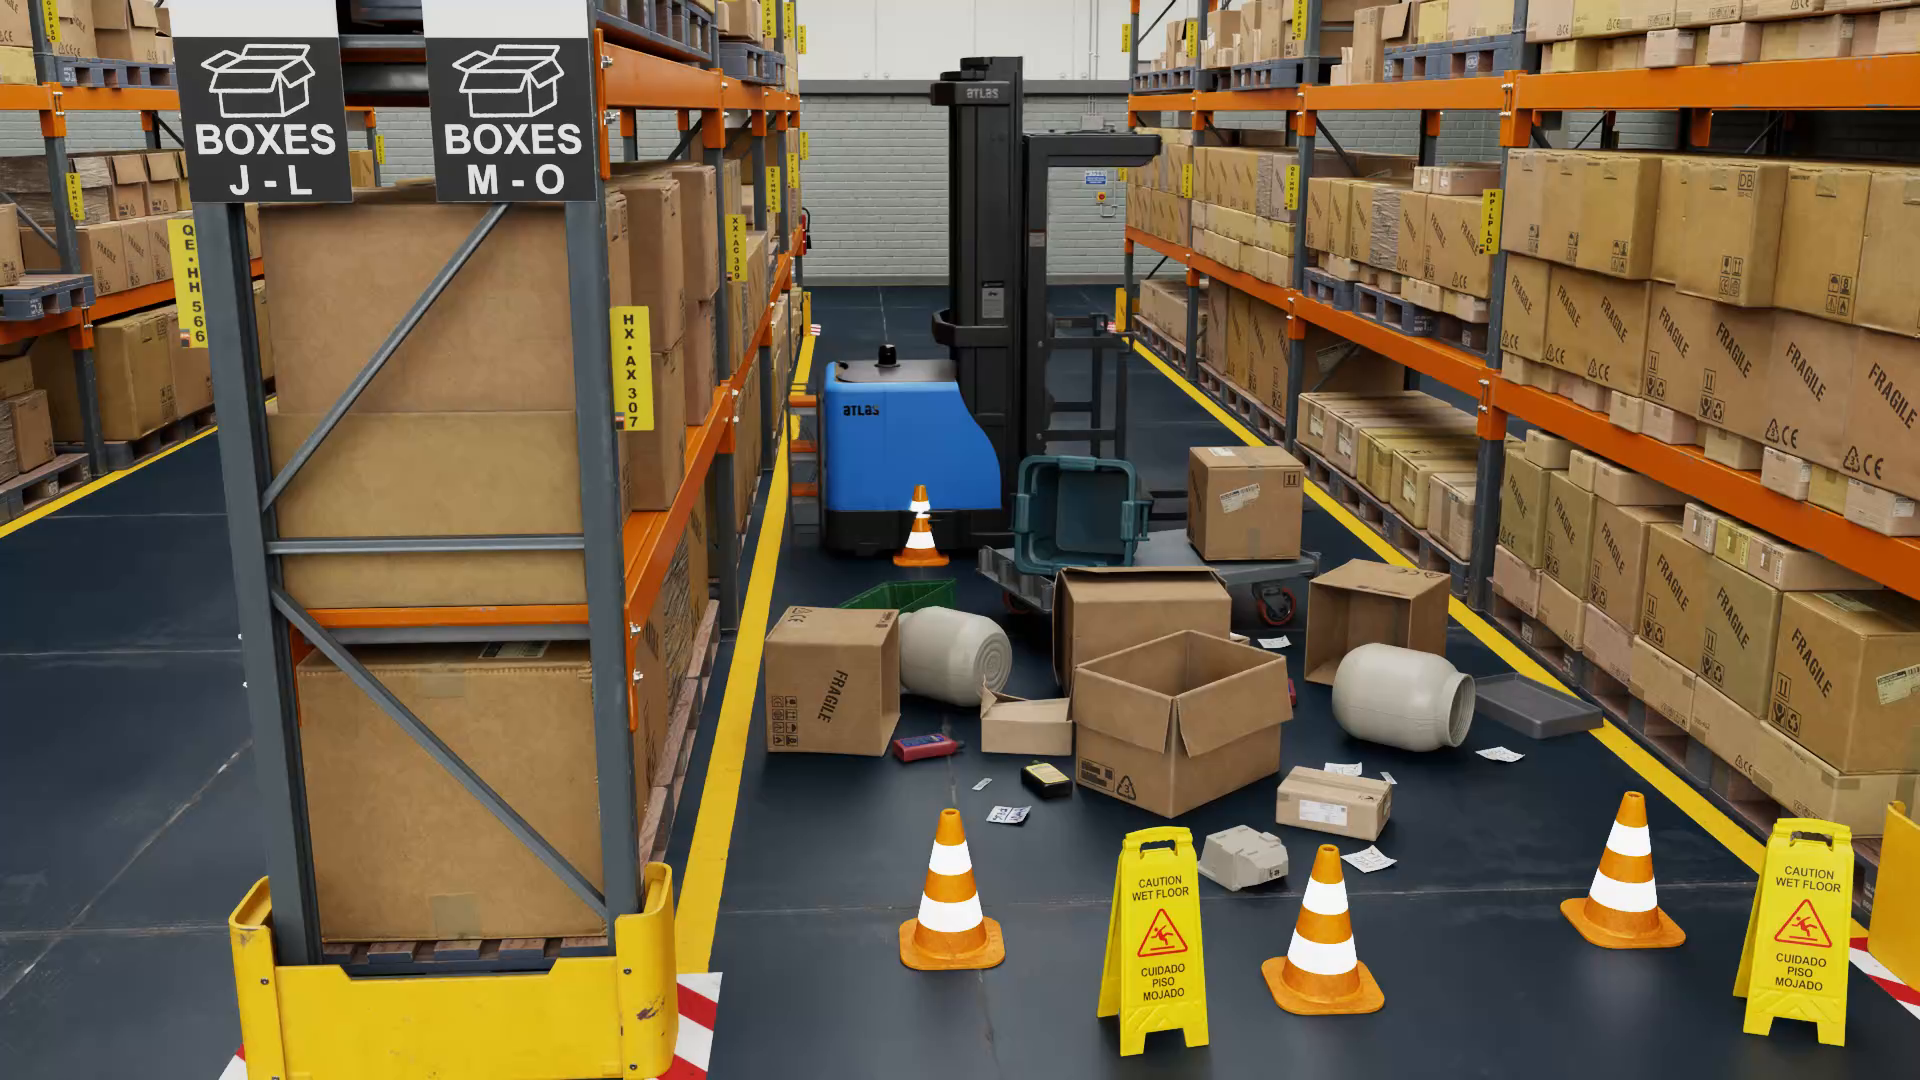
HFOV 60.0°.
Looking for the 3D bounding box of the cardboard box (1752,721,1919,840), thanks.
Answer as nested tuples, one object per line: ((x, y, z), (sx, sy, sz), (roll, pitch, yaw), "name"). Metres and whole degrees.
((3.202, 0.841, 5.914), (0.500, 0.250, 0.500), (-1, 14, -4), "cardboard box")

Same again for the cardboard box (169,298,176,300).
((-6.997, -1.709, 14.572), (1.225, 0.875, 0.875), (-1, 14, -5), "cardboard box")

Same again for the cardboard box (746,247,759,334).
((-1.516, -1.537, 10.282), (0.500, 0.500, 0.500), (-1, 14, -3), "cardboard box")

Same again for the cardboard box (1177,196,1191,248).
((2.494, -3.229, 16.855), (0.500, 0.500, 0.500), (-1, 14, -3), "cardboard box")

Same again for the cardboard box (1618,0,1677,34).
((3.087, -2.237, 6.885), (0.500, 0.250, 0.500), (-1, 14, -3), "cardboard box")

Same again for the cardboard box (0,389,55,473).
((-6.804, -0.757, 11.584), (0.700, 0.500, 0.500), (-2, 15, -6), "cardboard box")

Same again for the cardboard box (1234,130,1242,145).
((2.986, -4.062, 16.784), (0.380, 0.149, 0.250), (-1, 14, -3), "cardboard box")

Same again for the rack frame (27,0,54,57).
((-6.865, -4.827, 11.226), (1.000, 3.000, 0.127), (-1, 14, -3), "rack frame")

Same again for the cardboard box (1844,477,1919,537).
((3.159, -0.114, 5.454), (0.380, 0.149, 0.250), (-1, 14, -4), "cardboard box")

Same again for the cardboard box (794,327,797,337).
((-2.012, -2.336, 18.464), (0.380, 0.149, 0.250), (-1, 14, -2), "cardboard box")

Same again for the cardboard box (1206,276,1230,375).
((2.896, -2.091, 16.053), (0.875, 0.875, 0.875), (0, 14, -2), "cardboard box")

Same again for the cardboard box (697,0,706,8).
((-1.285, -2.348, 7.074), (0.380, 0.149, 0.250), (-1, 14, -3), "cardboard box")

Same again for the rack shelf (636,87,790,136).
((-2.032, -3.574, 13.823), (1.077, 0.370, 4.000), (-1, 14, -3), "rack shelf")

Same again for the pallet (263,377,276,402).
((-6.990, -1.375, 15.446), (1.003, 0.211, 1.213), (-1, 14, -3), "pallet")

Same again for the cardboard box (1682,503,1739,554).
((3.095, -0.047, 6.559), (0.380, 0.149, 0.250), (0, 14, -1), "cardboard box")

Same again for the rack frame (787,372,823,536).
((-0.978, -0.536, 10.501), (0.200, 1.050, 0.008), (-1, 14, -4), "rack frame")

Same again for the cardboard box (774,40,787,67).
((-1.946, -4.713, 16.102), (0.500, 0.250, 0.500), (0, 14, -2), "cardboard box")

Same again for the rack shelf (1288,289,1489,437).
((3.150, -1.228, 10.725), (1.077, 0.370, 4.000), (-1, 14, -3), "rack shelf")

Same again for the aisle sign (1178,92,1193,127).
((2.835, -5.346, 20.066), (0.394, 0.787, 0.004), (-1, 14, -3), "aisle sign")

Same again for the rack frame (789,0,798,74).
((-2.404, -6.868, 19.159), (1.000, 3.000, 0.127), (-1, 14, -3), "rack frame")

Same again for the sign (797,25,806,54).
((-1.849, -5.847, 19.436), (0.100, 0.325, 0.005), (-1, 14, -3), "sign")

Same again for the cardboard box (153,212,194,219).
((-6.722, -2.475, 13.924), (0.500, 0.500, 0.500), (-1, 14, -3), "cardboard box")

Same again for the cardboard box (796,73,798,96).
((-2.073, -5.107, 18.635), (0.500, 0.250, 0.500), (-1, 14, -3), "cardboard box")

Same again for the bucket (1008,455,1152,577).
((0.649, -0.131, 8.533), (0.726, 0.611, 0.620), (4, 5, 16), "bucket")

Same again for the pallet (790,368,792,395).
((-2.106, -1.423, 15.635), (1.003, 0.211, 1.213), (-1, 14, -3), "pallet")

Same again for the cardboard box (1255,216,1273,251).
((2.707, -2.488, 13.473), (0.500, 0.250, 0.500), (-1, 14, -5), "cardboard box")

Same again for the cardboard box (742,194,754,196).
((-1.827, -2.787, 13.807), (0.380, 0.149, 0.250), (0, 14, -2), "cardboard box")

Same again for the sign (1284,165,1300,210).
((2.472, -2.626, 12.388), (0.100, 0.325, 0.005), (-1, 14, -3), "sign")

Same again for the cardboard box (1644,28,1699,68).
((3.041, -2.007, 6.792), (0.380, 0.149, 0.250), (-1, 14, -5), "cardboard box")

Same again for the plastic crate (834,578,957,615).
((-0.342, 0.379, 8.561), (0.450, 0.188, 0.662), (-4, 11, 28), "plastic crate")

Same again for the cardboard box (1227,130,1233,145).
((2.533, -4.055, 16.757), (0.380, 0.149, 0.250), (-1, 14, -2), "cardboard box")

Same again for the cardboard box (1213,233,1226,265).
((2.591, -2.627, 15.016), (0.500, 0.250, 0.500), (-1, 14, -4), "cardboard box")

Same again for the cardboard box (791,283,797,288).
((-2.118, -2.945, 19.639), (0.380, 0.149, 0.250), (-1, 14, -3), "cardboard box")

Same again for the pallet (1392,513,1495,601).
((3.224, 0.077, 9.802), (1.003, 0.211, 1.213), (-1, 14, -3), "pallet")

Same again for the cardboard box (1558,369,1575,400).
((3.087, -0.747, 7.914), (0.380, 0.149, 0.250), (-1, 14, -4), "cardboard box")

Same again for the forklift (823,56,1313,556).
((0.665, -1.444, 10.255), (3.031, 2.935, 1.130), (-1, 14, -4), "forklift")

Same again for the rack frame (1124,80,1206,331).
((2.530, -4.064, 20.301), (1.000, 3.000, 0.127), (-1, 14, -3), "rack frame")

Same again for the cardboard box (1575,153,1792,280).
((3.099, -1.391, 7.108), (0.700, 0.500, 0.500), (-1, 14, -5), "cardboard box")

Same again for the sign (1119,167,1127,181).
((1.976, -4.514, 20.156), (0.100, 0.325, 0.005), (-1, 14, -3), "sign")

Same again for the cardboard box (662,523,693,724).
((-1.632, 0.229, 7.037), (0.875, 0.875, 0.875), (-1, 14, -3), "cardboard box")

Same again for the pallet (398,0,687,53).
((-1.548, -1.881, 5.977), (1.003, 0.211, 1.213), (-1, 14, -3), "pallet")

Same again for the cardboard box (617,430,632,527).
((-1.537, -0.284, 5.309), (0.875, 0.550, 0.550), (-1, 14, -3), "cardboard box")

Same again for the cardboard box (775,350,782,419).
((-1.732, -1.270, 13.618), (0.500, 0.500, 0.500), (-1, 14, -3), "cardboard box")

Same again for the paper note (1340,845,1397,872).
((1.476, 1.149, 6.000), (0.148, 0.019, 0.142), (-6, 16, -23), "paper note")

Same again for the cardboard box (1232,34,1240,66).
((2.542, -4.200, 14.238), (0.396, 0.266, 0.258), (0, 14, 1), "cardboard box")

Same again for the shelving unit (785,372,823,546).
((-0.970, -0.505, 10.383), (0.215, 1.050, 0.252), (-1, 14, -4), "shelving unit")

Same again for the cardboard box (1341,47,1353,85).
((2.892, -3.317, 11.650), (0.396, 0.266, 0.258), (-1, 14, -3), "cardboard box")

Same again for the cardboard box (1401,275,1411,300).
((2.918, -1.539, 10.149), (0.380, 0.149, 0.250), (-1, 14, -3), "cardboard box")

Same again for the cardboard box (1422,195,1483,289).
((2.984, -1.710, 9.512), (0.500, 0.500, 0.500), (-1, 14, -3), "cardboard box")

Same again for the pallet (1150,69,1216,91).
((2.665, -4.985, 18.040), (1.003, 0.211, 1.213), (-1, 14, -3), "pallet")
